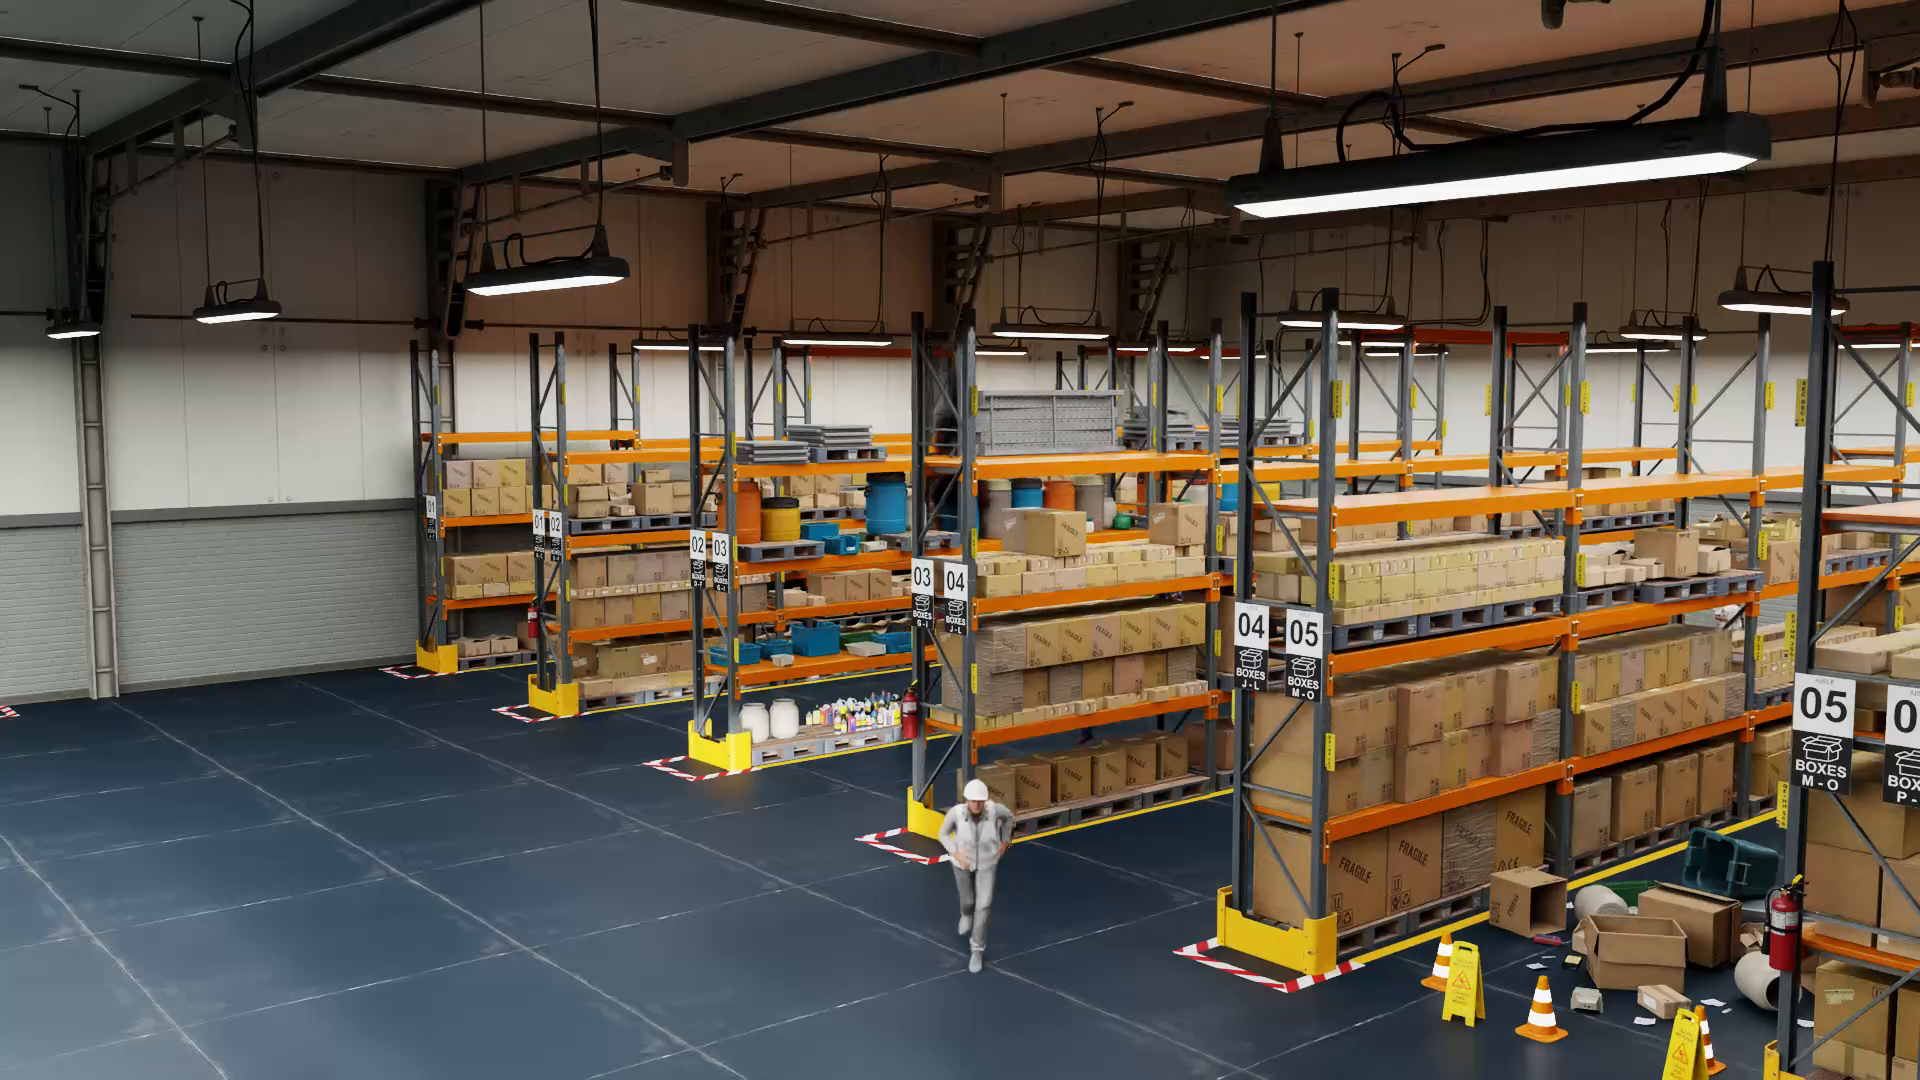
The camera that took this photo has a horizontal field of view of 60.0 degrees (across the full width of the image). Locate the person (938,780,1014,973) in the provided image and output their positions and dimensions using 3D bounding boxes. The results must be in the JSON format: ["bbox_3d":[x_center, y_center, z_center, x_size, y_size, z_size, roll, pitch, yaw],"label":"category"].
[{"bbox_3d":[0.136,2.946,15.086,0.696,1.731,1.044,-1,5,-6],"label":"person"}]

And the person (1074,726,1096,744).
[{"bbox_3d":[1.672,2.001,22.761,0.692,1.591,0.597,-4,6,-34],"label":"person"}]

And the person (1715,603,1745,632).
[{"bbox_3d":[13.655,1.602,29.469,0.559,1.710,0.738,1,5,12],"label":"person"}]
